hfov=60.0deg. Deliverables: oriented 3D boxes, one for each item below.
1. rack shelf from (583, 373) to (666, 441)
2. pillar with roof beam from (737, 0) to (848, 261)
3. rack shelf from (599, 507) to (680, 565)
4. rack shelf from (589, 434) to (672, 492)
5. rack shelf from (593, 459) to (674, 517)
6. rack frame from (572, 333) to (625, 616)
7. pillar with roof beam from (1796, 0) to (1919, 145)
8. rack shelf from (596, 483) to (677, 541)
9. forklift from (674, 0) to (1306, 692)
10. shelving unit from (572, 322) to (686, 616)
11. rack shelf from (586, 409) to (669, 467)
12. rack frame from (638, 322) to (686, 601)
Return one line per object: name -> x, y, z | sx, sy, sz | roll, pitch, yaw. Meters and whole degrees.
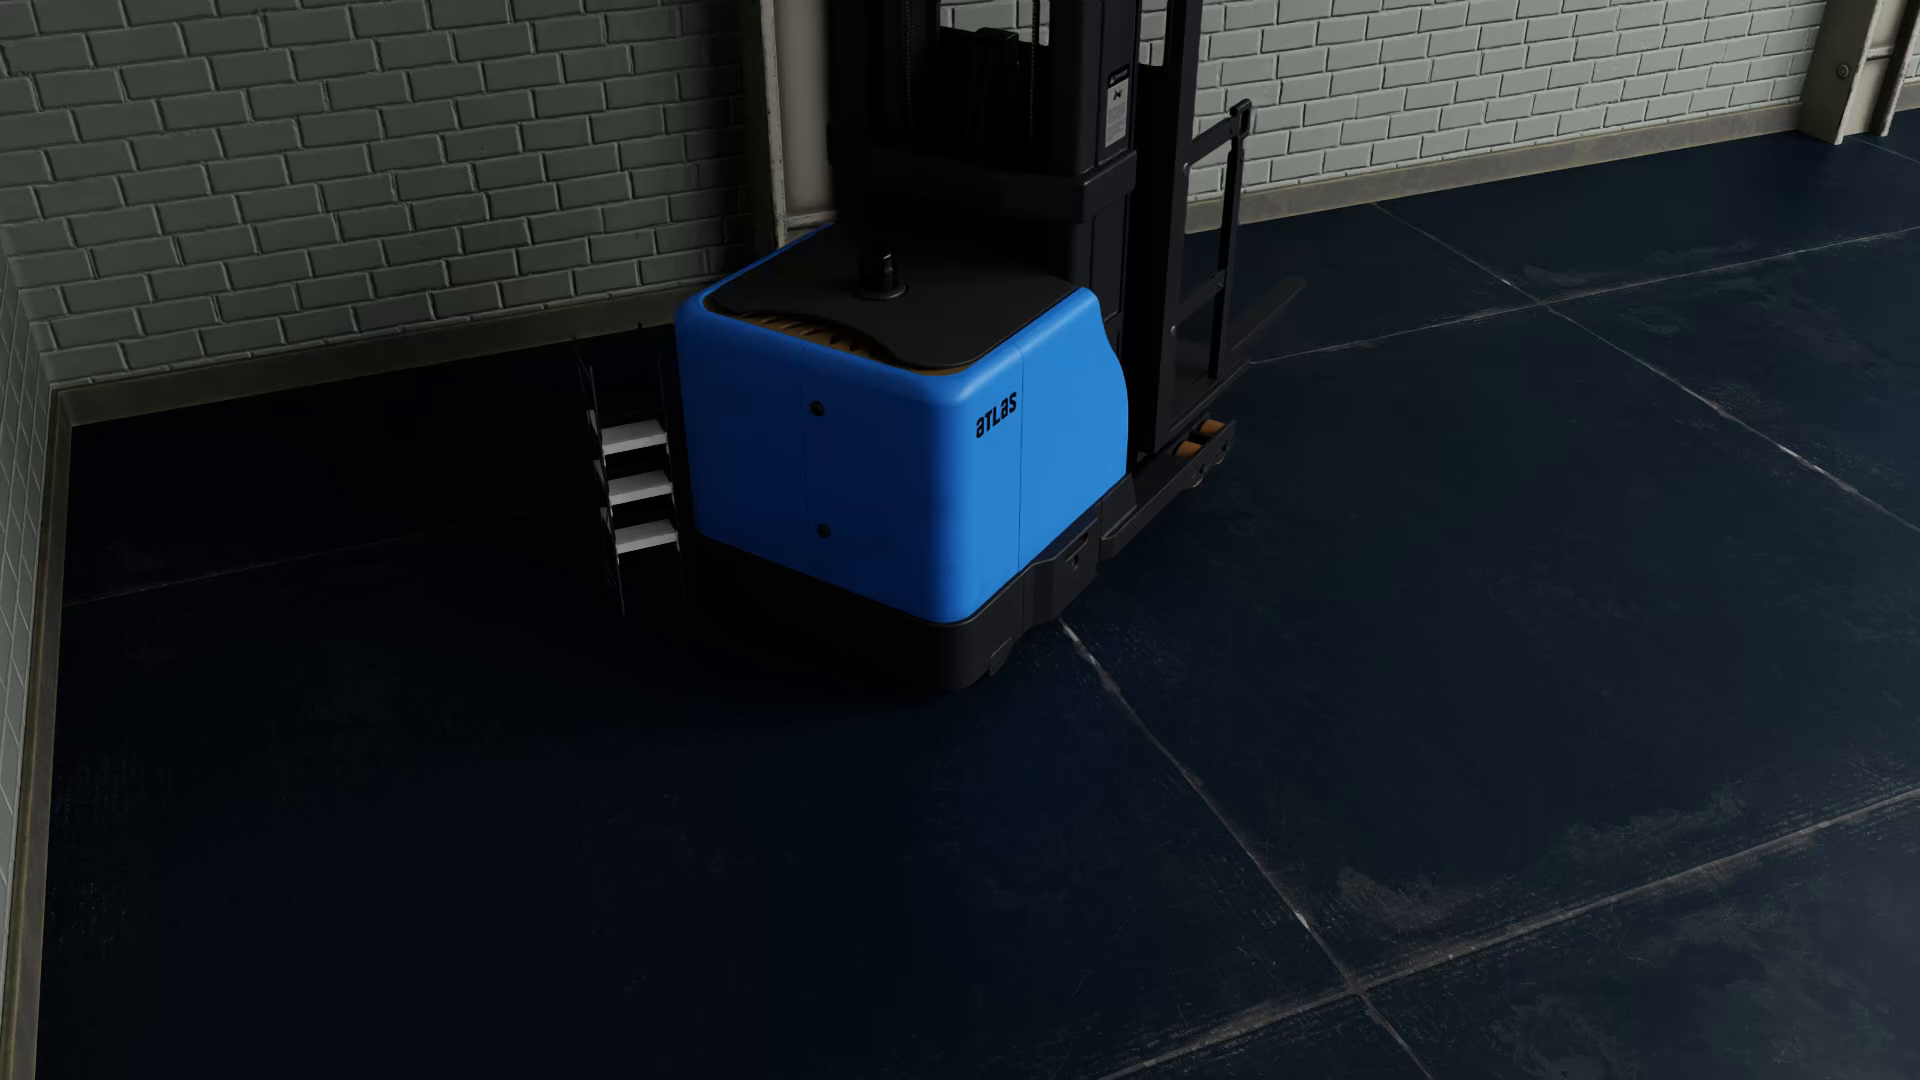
rack shelf -> -1.039, -0.414, 5.127 | 0.200, 0.077, 0.258 | -13, 35, -19
pillar with roof beam -> 1.021, -2.613, 1.515 | 0.400, 9.000, 9.100 | -13, 35, -19
rack shelf -> -1.039, -0.037, 5.372 | 0.200, 0.077, 0.258 | -13, 35, -19
rack shelf -> -1.039, -0.263, 5.225 | 0.200, 0.077, 0.258 | -13, 35, -19
rack shelf -> -1.039, -0.188, 5.274 | 0.200, 0.077, 0.258 | -13, 35, -19
rack frame -> -1.133, -0.194, 5.222 | 0.006, 0.900, 0.240 | -13, 35, -19
pillar with roof beam -> 6.553, -3.880, 3.462 | 0.400, 9.000, 9.100 | -13, 35, -19
rack shelf -> -1.039, -0.112, 5.323 | 0.200, 0.077, 0.258 | -13, 35, -19
forklift -> 0.365, -1.545, 5.437 | 1.130, 2.935, 3.031 | 19, 38, 27
shelving unit -> -1.039, -0.215, 5.256 | 0.210, 0.900, 0.258 | -13, 35, -19
rack shelf -> -1.039, -0.338, 5.176 | 0.200, 0.077, 0.258 | -13, 35, -19
rack frame -> -0.946, -0.237, 5.290 | 0.006, 0.900, 0.240 | -13, 35, -19
